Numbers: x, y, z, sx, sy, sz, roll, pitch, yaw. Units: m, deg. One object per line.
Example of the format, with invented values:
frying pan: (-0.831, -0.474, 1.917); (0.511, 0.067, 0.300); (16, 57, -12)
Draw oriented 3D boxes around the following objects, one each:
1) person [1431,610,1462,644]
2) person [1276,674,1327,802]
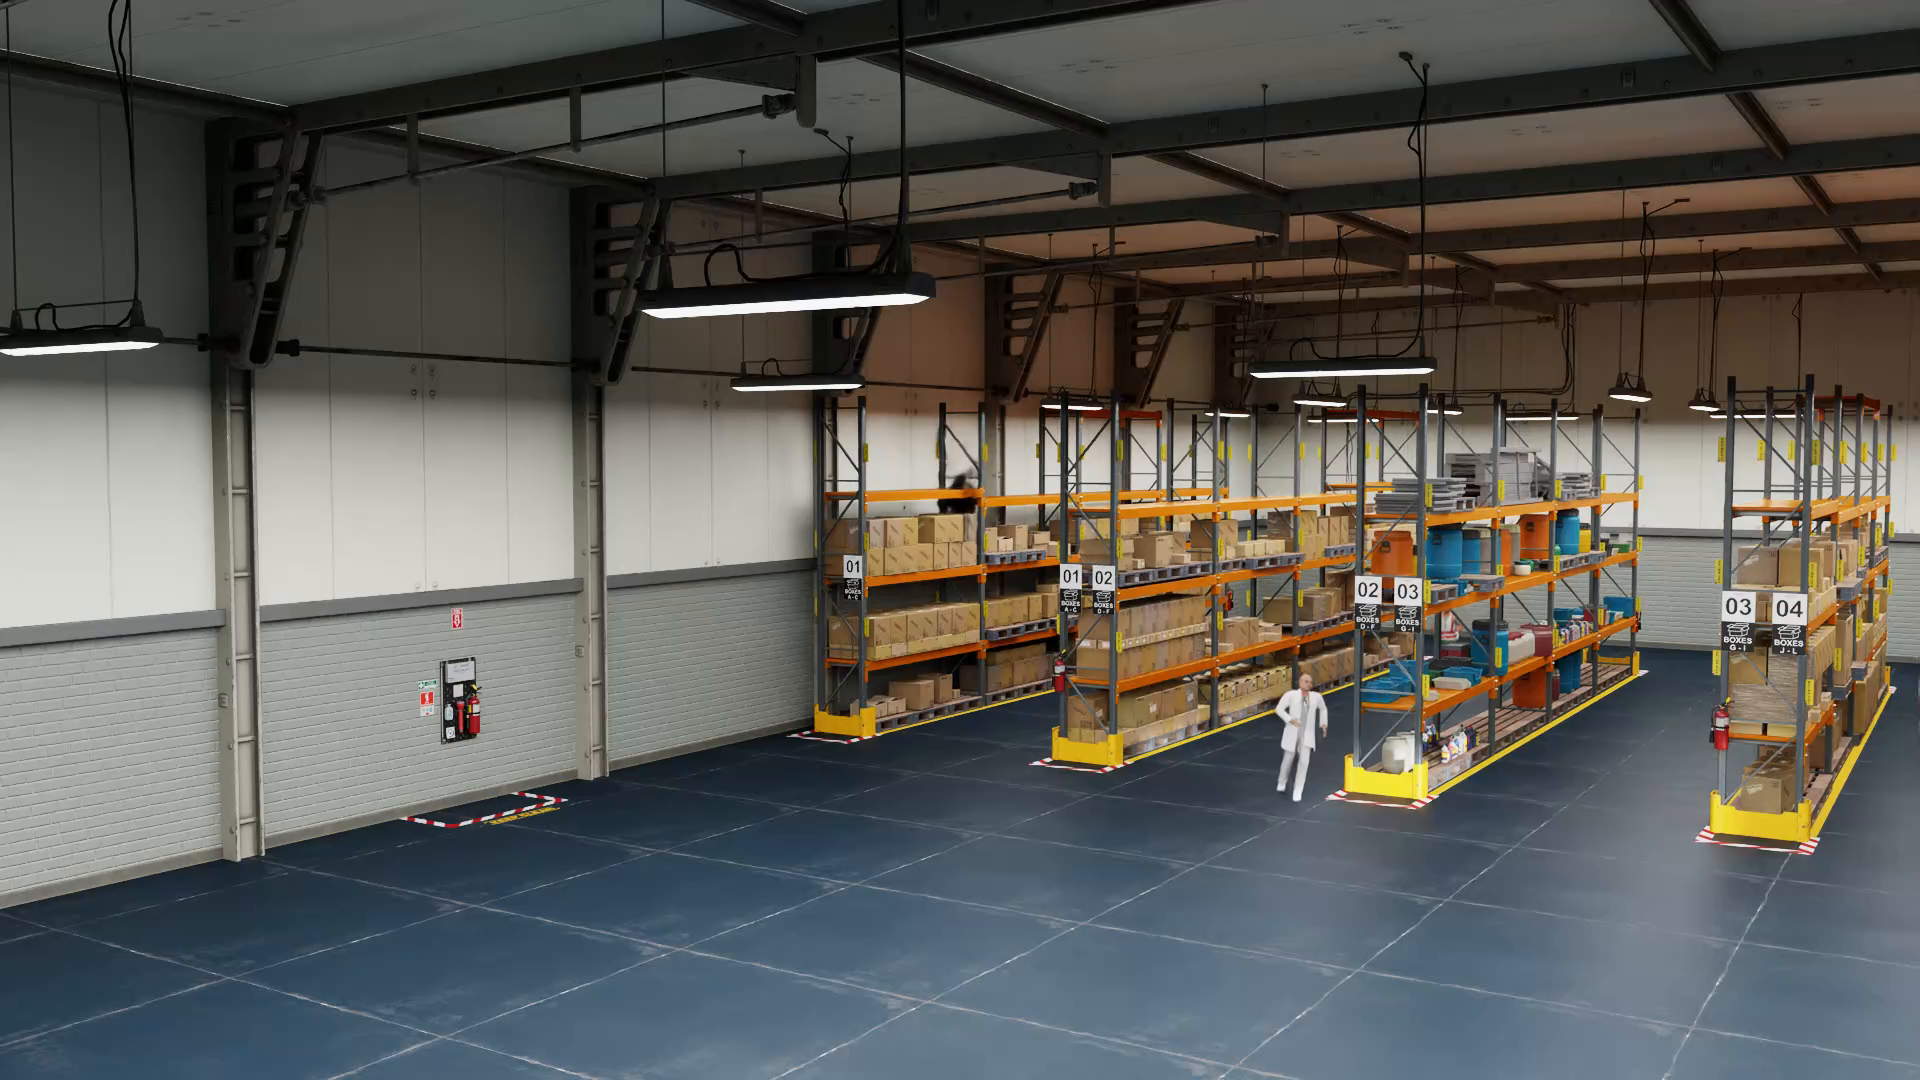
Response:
person: (10.603, 2.210, 36.306); (0.634, 1.794, 0.655); (1, 3, 22)
person: (4.974, 2.857, 24.202); (0.773, 1.816, 0.788); (0, 3, 3)
